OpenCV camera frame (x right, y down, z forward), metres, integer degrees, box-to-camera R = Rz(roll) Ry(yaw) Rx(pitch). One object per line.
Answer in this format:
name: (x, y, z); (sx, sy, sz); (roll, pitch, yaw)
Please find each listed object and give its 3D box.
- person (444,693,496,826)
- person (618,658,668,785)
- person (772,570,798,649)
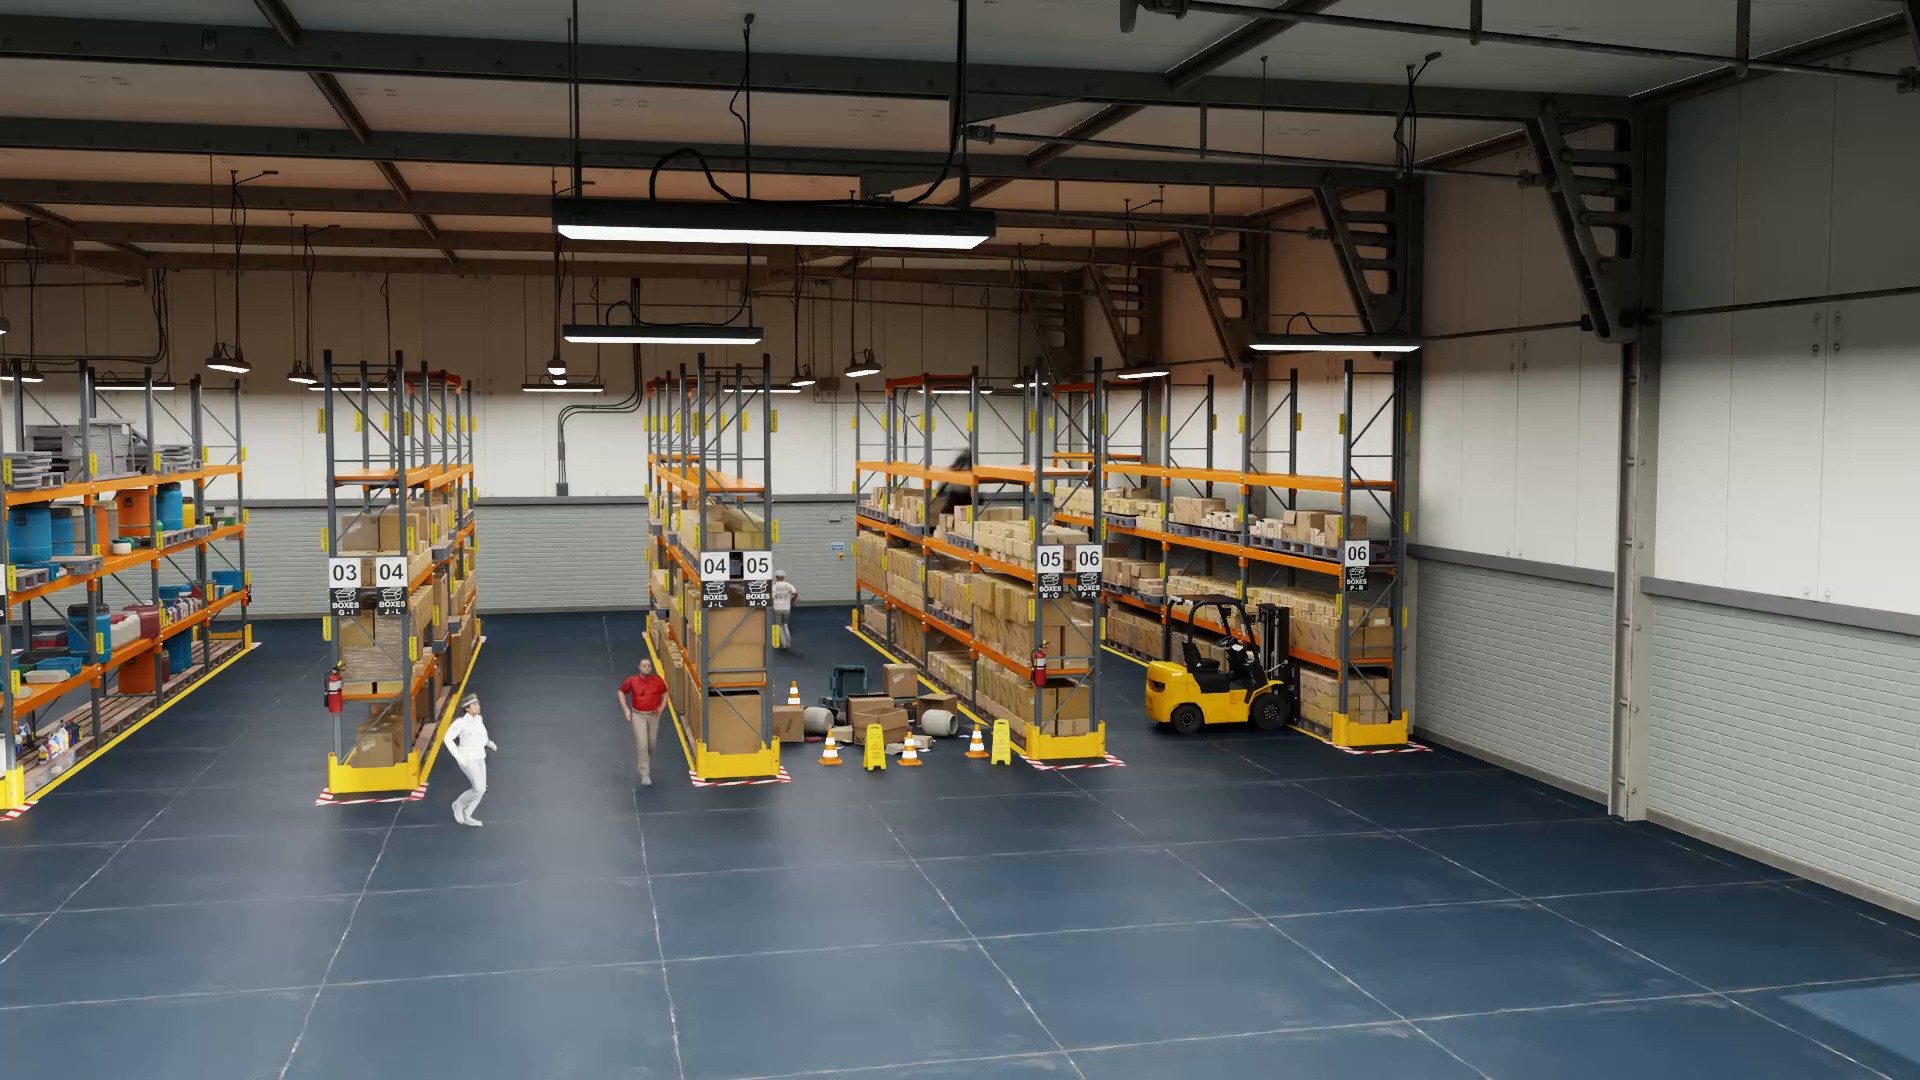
person: (-6.027, 2.728, 20.632); (0.514, 1.663, 0.668); (1, 4, 20)
person: (-4.449, 2.531, 23.476); (0.684, 1.743, 0.900); (-2, 4, -26)
person: (-3.997, 1.553, 37.074); (0.634, 1.783, 0.673); (-2, 4, -27)
